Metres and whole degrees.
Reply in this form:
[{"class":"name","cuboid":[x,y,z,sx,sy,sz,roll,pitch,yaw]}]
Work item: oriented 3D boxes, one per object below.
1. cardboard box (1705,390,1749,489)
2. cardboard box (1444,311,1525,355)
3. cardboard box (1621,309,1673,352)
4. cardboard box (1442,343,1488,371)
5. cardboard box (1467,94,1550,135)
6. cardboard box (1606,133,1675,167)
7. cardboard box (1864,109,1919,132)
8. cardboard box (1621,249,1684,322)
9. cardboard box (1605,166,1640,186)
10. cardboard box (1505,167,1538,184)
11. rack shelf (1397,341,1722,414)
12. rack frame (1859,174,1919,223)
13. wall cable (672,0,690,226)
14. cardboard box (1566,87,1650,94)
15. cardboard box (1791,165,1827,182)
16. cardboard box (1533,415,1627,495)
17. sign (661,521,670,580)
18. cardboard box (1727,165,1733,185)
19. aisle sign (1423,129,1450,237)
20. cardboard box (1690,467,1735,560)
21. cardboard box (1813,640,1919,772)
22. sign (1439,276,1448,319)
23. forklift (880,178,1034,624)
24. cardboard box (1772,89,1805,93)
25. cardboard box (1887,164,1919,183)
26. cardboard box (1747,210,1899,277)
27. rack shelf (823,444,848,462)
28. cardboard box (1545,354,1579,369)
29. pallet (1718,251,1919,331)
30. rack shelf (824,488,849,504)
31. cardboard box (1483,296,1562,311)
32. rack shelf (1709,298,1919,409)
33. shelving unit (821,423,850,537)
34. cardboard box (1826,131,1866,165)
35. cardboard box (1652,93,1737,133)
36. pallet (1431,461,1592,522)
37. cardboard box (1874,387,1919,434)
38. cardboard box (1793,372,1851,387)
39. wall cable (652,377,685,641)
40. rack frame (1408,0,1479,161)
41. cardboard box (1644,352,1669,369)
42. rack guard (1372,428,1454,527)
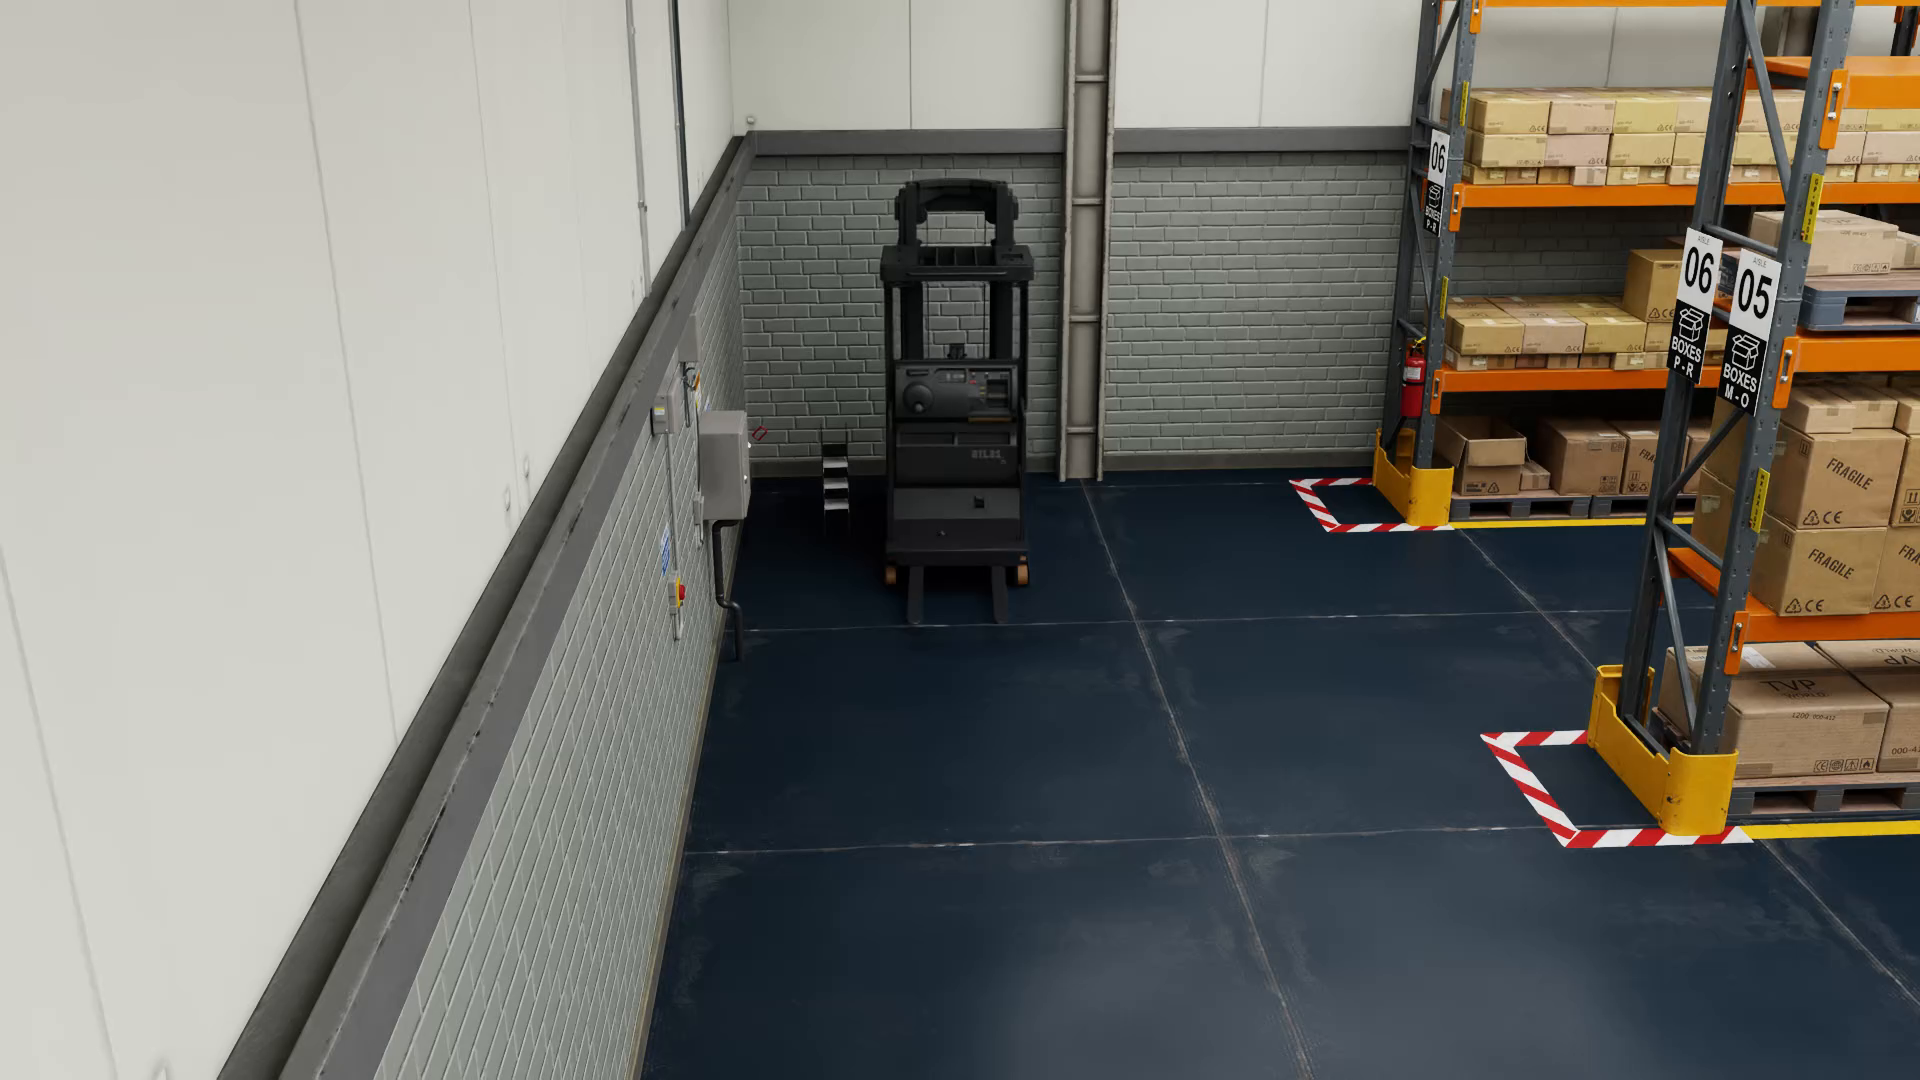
[{"class":"cardboard box","cuboid":[4.581,-0.568,9.352,0.500,0.500,0.500,0,21,-1]},{"class":"cardboard box","cuboid":[4.295,-1.705,13.677,0.500,0.250,0.500,-1,21,-3]},{"class":"cardboard box","cuboid":[5.814,-1.745,13.782,0.500,0.250,0.500,-2,21,-4]},{"class":"cardboard box","cuboid":[4.171,-1.515,13.737,0.250,0.149,0.380,-1,21,-3]},{"class":"cardboard box","cuboid":[4.284,-3.347,13.071,0.500,0.250,0.500,-1,21,-4]},{"class":"cardboard box","cuboid":[5.303,-3.129,13.201,0.500,0.250,0.500,-2,21,-5]},{"class":"cardboard box","cuboid":[7.330,-3.413,13.244,0.500,0.250,0.500,-1,21,-3]},{"class":"cardboard box","cuboid":[5.793,-2.086,13.624,0.500,0.500,0.500,-1,21,-2]},{"class":"cardboard box","cuboid":[5.191,-2.921,13.216,0.250,0.149,0.380,-1,21,-3]},{"class":"cardboard box","cuboid":[4.418,-2.946,13.280,0.250,0.149,0.380,-1,21,-2]},{"class":"rack shelf","cuboid":[5.823,-1.427,14.165,4.000,0.370,1.077,-1,21,-3]},{"class":"rack frame","cuboid":[7.820,-1.804,14.144,0.127,3.000,1.000,-1,21,-3]},{"class":"wall cable","cuboid":[-1.711,-3.823,10.962,0.133,3.039,2.988,-1,21,-3]},{"class":"cardboard box","cuboid":[5.288,-3.560,13.630,0.500,0.250,0.500,-1,21,-3]},{"class":"cardboard box","cuboid":[6.719,-2.967,13.335,0.250,0.149,0.380,-1,21,-3]},{"class":"cardboard box","cuboid":[5.298,-0.733,14.254,0.500,0.500,0.700,0,21,-1]},{"class":"sign","cuboid":[-1.573,0.055,8.881,0.001,0.218,0.327,-1,21,-3]},{"class":"cardboard box","cuboid":[5.943,-2.935,13.251,0.250,0.149,0.380,-1,21,-2]},{"class":"aisle sign","cuboid":[3.775,-2.832,13.190,0.004,0.787,0.394,-1,21,-3]},{"class":"cardboard box","cuboid":[4.580,-0.110,9.554,0.500,0.500,0.500,-1,21,-3]},{"class":"cardboard box","cuboid":[5.680,0.971,9.866,0.875,0.438,0.875,-1,21,-2]},{"class":"sign","cuboid":[3.858,-1.935,13.270,0.005,0.325,0.100,-1,21,-3]},{"class":"forklift","cuboid":[-0.024,-1.126,12.460,1.130,2.935,3.031,0,21,0]},{"class":"cardboard box","cuboid":[6.793,-3.584,13.692,0.500,0.250,0.500,-2,21,-5]},{"class":"cardboard box","cuboid":[7.478,-2.976,13.360,0.250,0.149,0.380,-1,21,-3]},{"class":"cardboard box","cuboid":[4.558,-1.576,8.808,0.500,0.250,0.500,-3,21,-8]},{"class":"rack shelf","cuboid":[-1.023,-0.716,13.572,0.200,0.077,0.258,-2,21,-6]},{"class":"cardboard box","cuboid":[4.938,-1.537,13.796,0.250,0.149,0.380,-1,21,-1]},{"class":"pallet","cuboid":[4.854,-1.339,8.831,1.213,0.211,1.003,-1,21,-3]},{"class":"rack shelf","cuboid":[-1.023,-0.380,13.700,0.200,0.077,0.258,-2,21,-6]},{"class":"cardboard box","cuboid":[4.786,-1.906,14.203,0.500,0.250,0.500,-1,21,-3]},{"class":"rack shelf","cuboid":[6.111,-1.066,9.001,4.000,0.370,1.077,-1,21,-3]},{"class":"shelving unit","cuboid":[-1.023,-0.495,13.656,0.210,0.900,0.258,-2,21,-6]},{"class":"cardboard box","cuboid":[6.834,-3.162,13.287,0.500,0.250,0.500,-2,21,-5]},{"class":"cardboard box","cuboid":[5.802,-3.380,13.157,0.500,0.250,0.500,-1,21,-2]},{"class":"pallet","cuboid":[4.698,-0.438,14.474,1.213,0.211,1.003,-1,21,-3]},{"class":"cardboard box","cuboid":[5.008,-0.681,8.736,0.250,0.149,0.380,-1,21,-1]},{"class":"cardboard box","cuboid":[4.713,-0.869,9.230,0.250,0.149,0.380,-1,21,-2]},{"class":"wall cable","cuboid":[-1.514,-0.326,8.791,0.123,1.953,0.585,-1,21,-3]},{"class":"rack frame","cuboid":[3.827,-4.527,12.863,0.127,3.000,1.000,-1,21,-3]},{"class":"cardboard box","cuboid":[5.721,-1.536,13.792,0.250,0.149,0.380,-1,21,-2]},{"class":"rack guard","cuboid":[3.903,-0.556,14.379,0.348,0.500,1.175,-1,21,-3]}]
